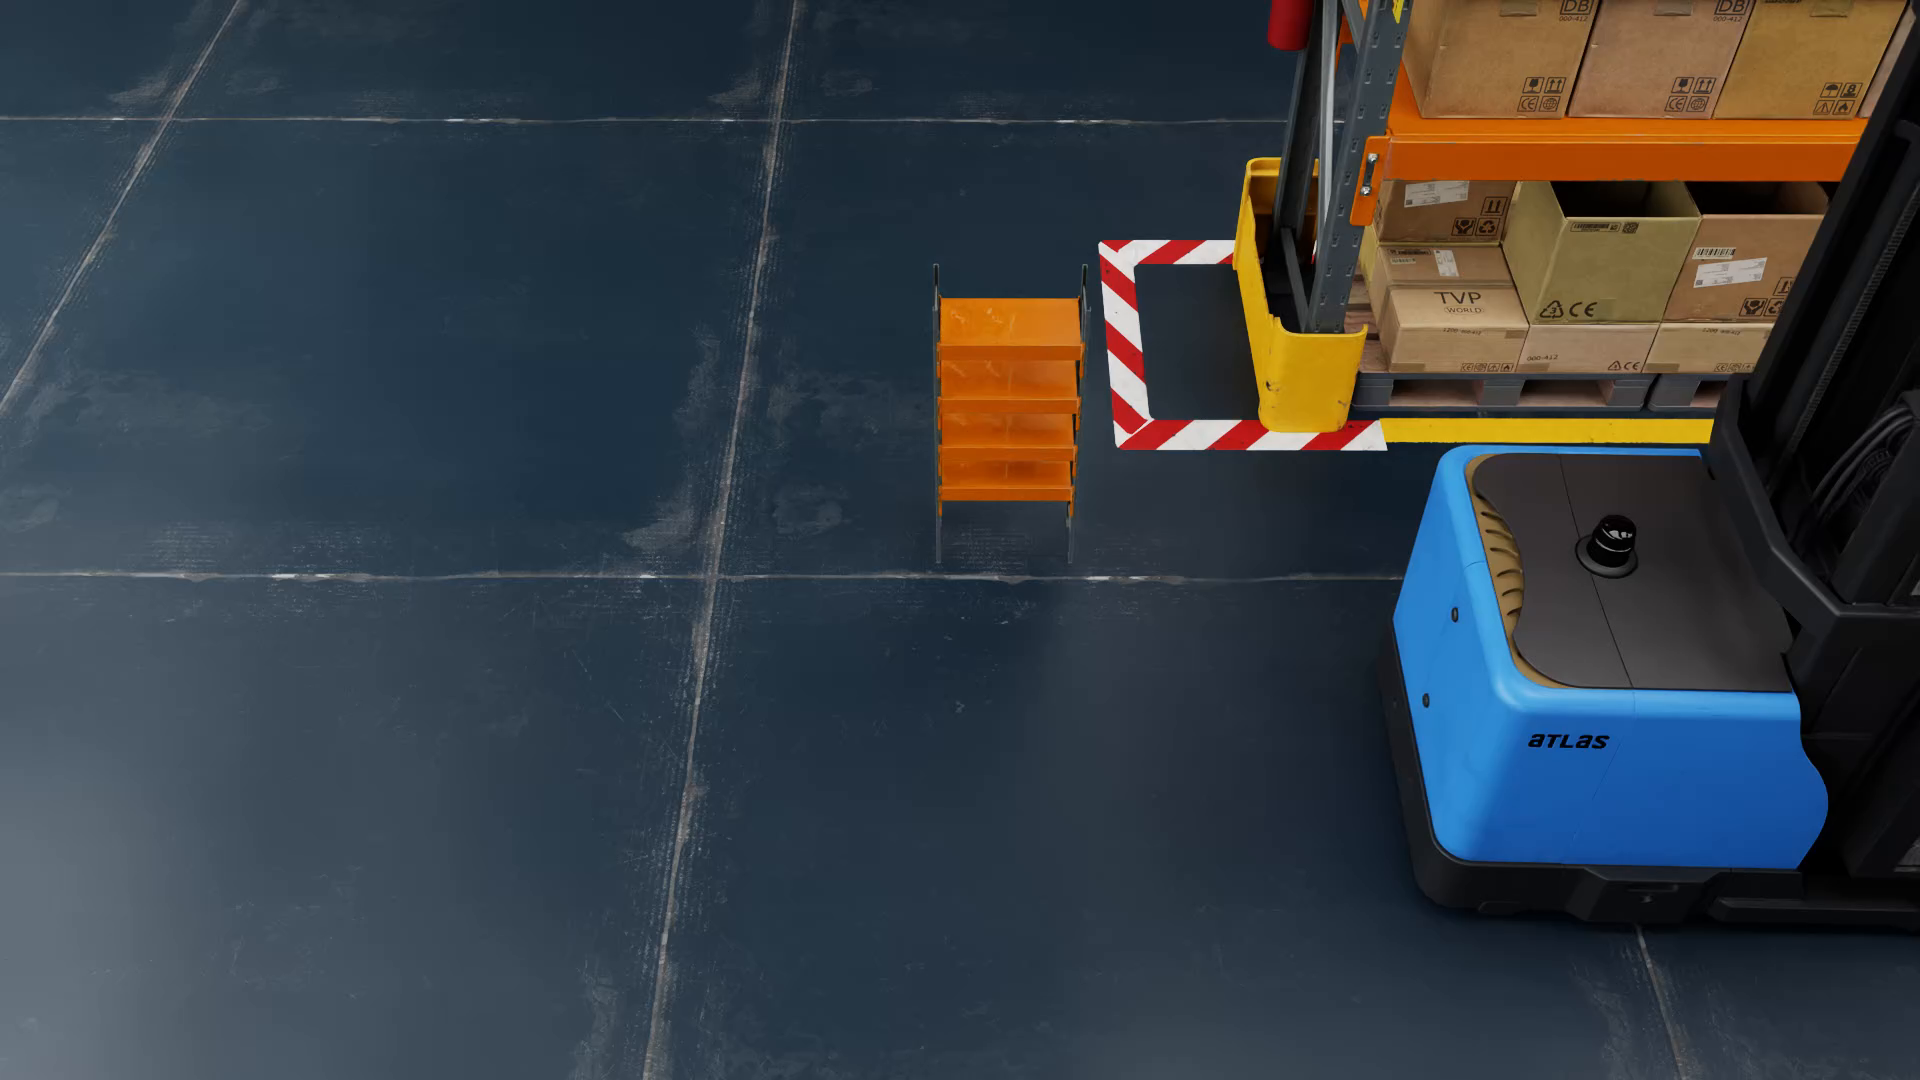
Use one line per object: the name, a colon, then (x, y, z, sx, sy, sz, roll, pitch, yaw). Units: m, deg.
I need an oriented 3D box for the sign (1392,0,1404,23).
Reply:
sign: (1.399, -1.796, 5.227, 0.005, 0.325, 0.100, 0, 47, 0)

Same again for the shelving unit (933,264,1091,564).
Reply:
shelving unit: (0.166, -0.408, 5.810, 0.503, 1.200, 0.258, 0, 47, 0)

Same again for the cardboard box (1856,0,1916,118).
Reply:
cardboard box: (3.422, -1.902, 5.903, 0.500, 0.500, 0.700, 1, 47, 1)

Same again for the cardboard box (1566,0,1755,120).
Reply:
cardboard box: (2.399, -1.906, 5.907, 0.500, 0.500, 0.700, 1, 47, 1)

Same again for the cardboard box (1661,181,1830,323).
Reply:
cardboard box: (2.943, -1.186, 6.384, 0.500, 0.500, 0.500, 0, 47, 0)

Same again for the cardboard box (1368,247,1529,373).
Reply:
cardboard box: (1.943, -0.922, 6.651, 0.500, 0.250, 0.500, 0, 47, 0)

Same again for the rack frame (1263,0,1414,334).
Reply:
rack frame: (1.407, -1.880, 5.951, 0.127, 3.000, 1.000, 0, 47, 0)

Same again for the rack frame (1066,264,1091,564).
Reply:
rack frame: (0.410, -0.408, 5.810, 0.015, 1.200, 0.240, 0, 47, 0)

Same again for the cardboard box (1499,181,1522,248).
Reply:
cardboard box: (2.445, -1.309, 7.011, 0.500, 0.250, 0.500, 0, 47, 0)

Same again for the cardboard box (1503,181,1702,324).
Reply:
cardboard box: (2.443, -1.178, 6.376, 0.500, 0.500, 0.500, 0, 47, 0)

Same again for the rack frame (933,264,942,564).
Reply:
rack frame: (-0.078, -0.409, 5.811, 0.015, 1.200, 0.240, 0, 47, 0)

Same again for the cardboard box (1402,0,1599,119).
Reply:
cardboard box: (1.874, -1.904, 5.905, 0.500, 0.500, 0.700, 0, 47, 0)

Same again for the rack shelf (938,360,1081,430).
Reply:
rack shelf: (0.166, -0.515, 5.696, 0.480, 0.148, 0.258, 0, 47, 0)

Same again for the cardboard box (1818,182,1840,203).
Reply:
cardboard box: (3.443, -1.172, 6.371, 0.500, 0.500, 0.500, 0, 47, 0)

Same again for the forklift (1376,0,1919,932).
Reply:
forklift: (2.941, -0.178, 4.413, 3.031, 2.935, 1.130, 1, 47, 1)

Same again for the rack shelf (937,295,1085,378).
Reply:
rack shelf: (0.166, -0.676, 5.523, 0.480, 0.148, 0.258, 0, 47, 0)

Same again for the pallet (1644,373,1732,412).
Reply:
pallet: (3.389, -0.954, 6.993, 1.213, 0.211, 1.003, 0, 47, 0)

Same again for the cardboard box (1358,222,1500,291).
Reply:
cardboard box: (1.945, -1.302, 7.004, 0.500, 0.250, 0.500, 0, 47, 0)

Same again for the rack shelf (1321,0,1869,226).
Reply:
rack shelf: (3.407, -1.630, 6.209, 4.000, 0.370, 1.077, 0, 47, 0)

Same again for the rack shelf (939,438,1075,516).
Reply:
rack shelf: (0.166, -0.227, 6.005, 0.480, 0.148, 0.258, 0, 47, 0)

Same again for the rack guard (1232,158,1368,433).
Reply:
rack guard: (1.383, -1.029, 6.866, 0.348, 0.500, 1.175, 0, 47, 0)

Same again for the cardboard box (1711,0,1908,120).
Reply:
cardboard box: (2.896, -1.900, 5.901, 0.500, 0.500, 0.700, 0, 47, 0)

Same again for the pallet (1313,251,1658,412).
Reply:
pallet: (2.172, -0.959, 6.998, 1.213, 0.211, 1.003, 0, 47, 0)

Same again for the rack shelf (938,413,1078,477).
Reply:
rack shelf: (0.166, -0.362, 5.860, 0.480, 0.148, 0.258, 0, 47, 0)

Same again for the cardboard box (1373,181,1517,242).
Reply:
cardboard box: (1.945, -1.559, 6.731, 0.500, 0.500, 0.500, 0, 47, 0)

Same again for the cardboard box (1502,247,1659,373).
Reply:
cardboard box: (2.443, -0.924, 6.652, 0.500, 0.250, 0.500, 0, 47, 0)

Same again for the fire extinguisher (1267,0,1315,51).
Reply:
fire extinguisher: (1.291, -2.194, 6.296, 0.183, 0.674, 0.296, 0, 47, 0)

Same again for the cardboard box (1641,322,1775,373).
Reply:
cardboard box: (2.943, -0.922, 6.651, 0.500, 0.250, 0.500, 0, 47, 0)
